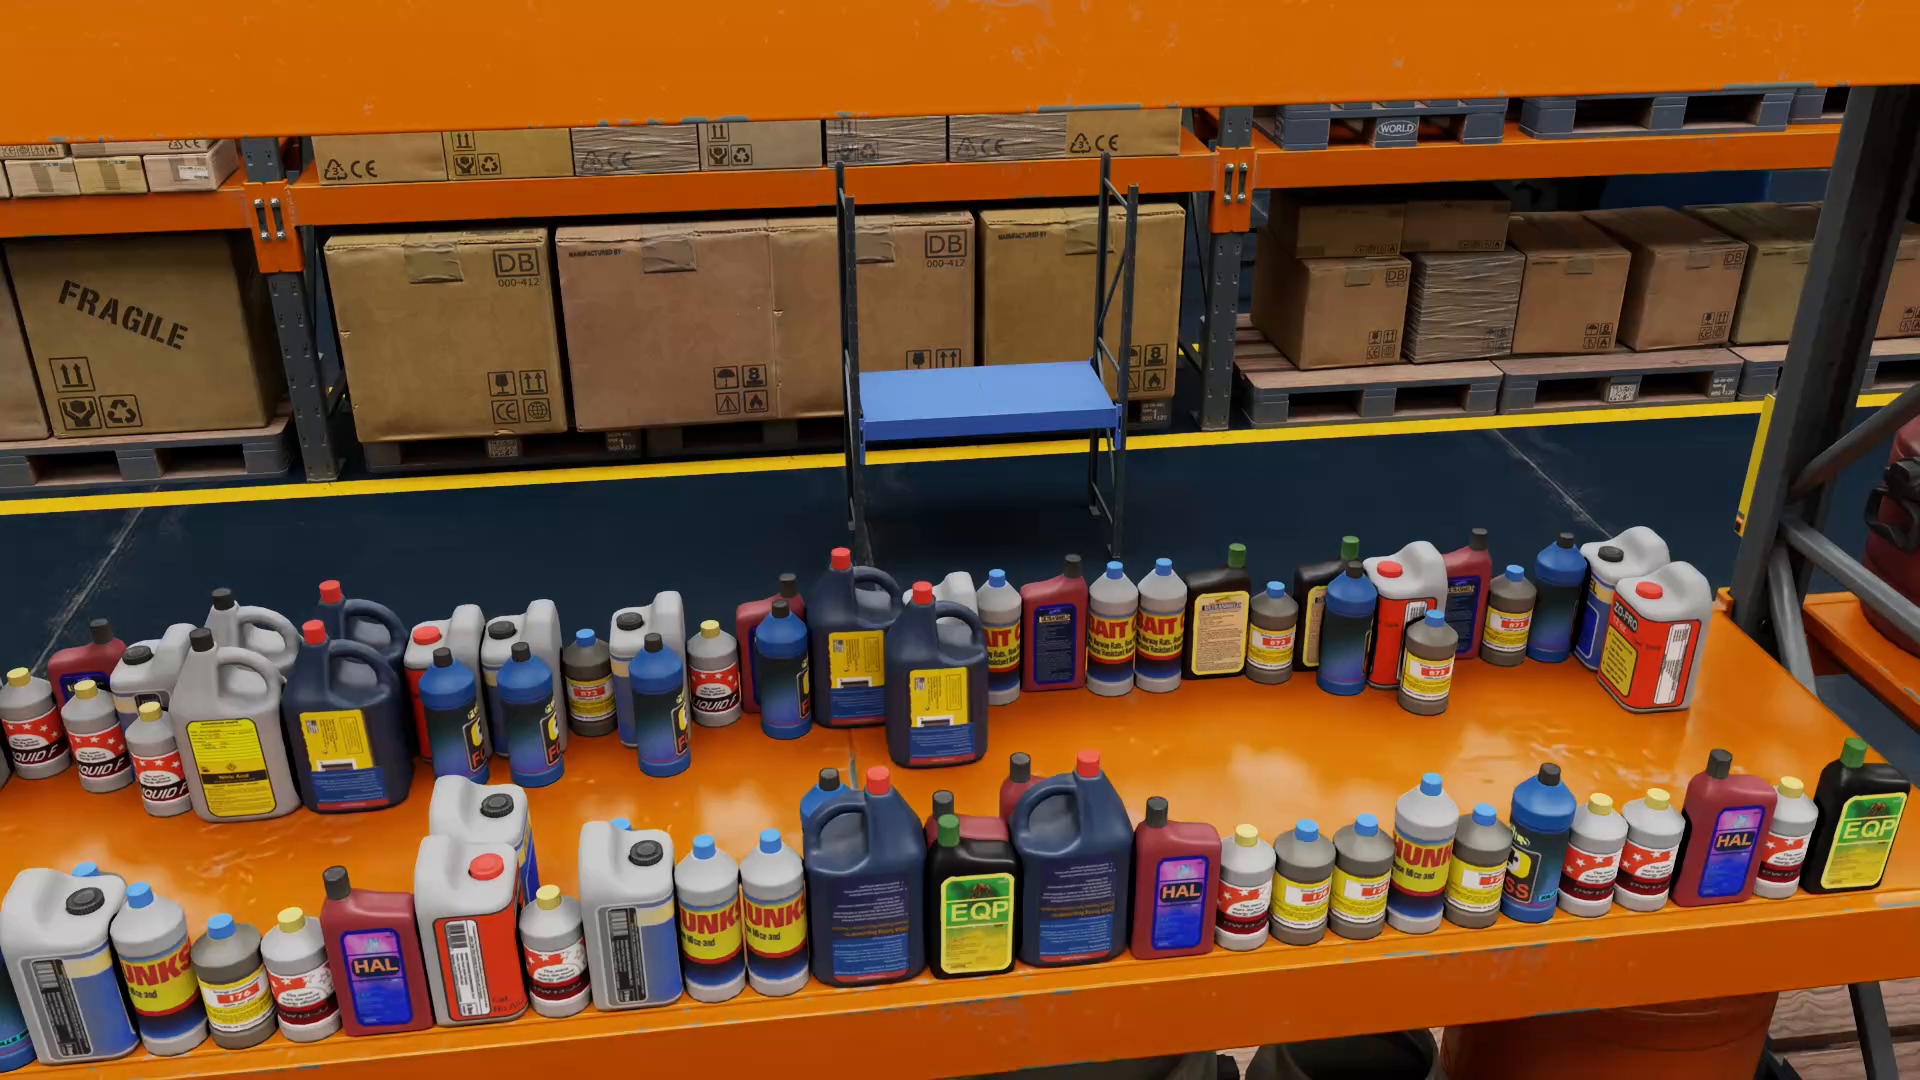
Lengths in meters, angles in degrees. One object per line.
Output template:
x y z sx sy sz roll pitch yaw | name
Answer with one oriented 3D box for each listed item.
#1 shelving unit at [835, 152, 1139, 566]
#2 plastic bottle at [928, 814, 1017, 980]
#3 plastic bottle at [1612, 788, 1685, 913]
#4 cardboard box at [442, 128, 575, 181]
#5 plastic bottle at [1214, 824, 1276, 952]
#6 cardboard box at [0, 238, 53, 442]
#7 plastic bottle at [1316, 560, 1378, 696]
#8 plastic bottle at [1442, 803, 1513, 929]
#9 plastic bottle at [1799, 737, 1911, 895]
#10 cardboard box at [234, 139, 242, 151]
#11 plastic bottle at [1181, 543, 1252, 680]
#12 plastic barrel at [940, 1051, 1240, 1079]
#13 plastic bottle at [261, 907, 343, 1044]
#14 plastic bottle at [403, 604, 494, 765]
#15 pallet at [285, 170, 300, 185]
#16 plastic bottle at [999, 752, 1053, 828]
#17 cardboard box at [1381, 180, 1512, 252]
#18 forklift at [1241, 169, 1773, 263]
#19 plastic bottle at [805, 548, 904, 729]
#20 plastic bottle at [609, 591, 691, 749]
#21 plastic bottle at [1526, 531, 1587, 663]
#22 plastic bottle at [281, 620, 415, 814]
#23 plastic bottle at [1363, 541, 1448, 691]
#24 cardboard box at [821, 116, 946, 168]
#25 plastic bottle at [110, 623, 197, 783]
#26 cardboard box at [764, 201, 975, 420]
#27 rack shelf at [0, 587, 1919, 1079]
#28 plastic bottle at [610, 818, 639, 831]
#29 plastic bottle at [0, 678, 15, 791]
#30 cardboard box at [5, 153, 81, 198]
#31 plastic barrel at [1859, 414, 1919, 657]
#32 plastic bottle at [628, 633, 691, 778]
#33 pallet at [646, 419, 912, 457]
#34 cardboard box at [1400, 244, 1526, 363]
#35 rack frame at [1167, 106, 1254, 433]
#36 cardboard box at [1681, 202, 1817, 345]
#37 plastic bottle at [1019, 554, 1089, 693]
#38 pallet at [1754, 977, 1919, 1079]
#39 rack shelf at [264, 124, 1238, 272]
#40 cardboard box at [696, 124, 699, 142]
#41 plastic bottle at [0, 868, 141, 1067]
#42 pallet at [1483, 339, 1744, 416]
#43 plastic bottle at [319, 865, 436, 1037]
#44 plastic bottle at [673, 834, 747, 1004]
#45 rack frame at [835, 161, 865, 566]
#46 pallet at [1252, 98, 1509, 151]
0.084 -0.673 6.418 1.048 1.500 0.538 -4 27 -7 | shelving unit
0.019 0.540 2.539 0.133 0.283 0.061 -4 27 -7 | plastic bottle
1.120 0.497 2.712 0.097 0.201 0.097 0 27 0 | plastic bottle
-1.856 -1.801 6.865 0.500 0.500 0.500 -4 27 -7 | cardboard box
0.446 0.541 2.628 0.097 0.201 0.097 0 27 0 | plastic bottle
-4.400 -0.986 7.254 0.875 0.875 0.875 -4 27 -7 | cardboard box
0.765 0.167 3.279 0.097 0.271 0.097 0 27 0 | plastic bottle
0.831 0.516 2.676 0.097 0.201 0.097 0 27 0 | plastic bottle
1.466 0.447 2.721 0.133 0.283 0.061 -4 27 -7 | plastic bottle
-3.183 -1.828 7.302 0.250 0.149 0.380 -4 27 -7 | cardboard box
0.508 0.142 3.315 0.133 0.283 0.061 -4 27 -7 | plastic bottle
0.206 1.173 3.359 0.708 0.588 0.600 -4 27 -7 | plastic barrel
-0.969 0.632 2.451 0.097 0.201 0.097 0 27 0 | plastic bottle
-0.948 0.260 3.094 0.135 0.276 0.152 -4 27 -7 | plastic bottle
-4.095 -2.757 11.893 1.213 0.211 1.003 -4 27 -7 | pallet
0.131 0.466 2.683 0.133 0.283 0.061 -4 27 -7 | plastic bottle
2.300 -1.574 7.967 0.500 0.250 0.500 -1 27 -1 | cardboard box
3.029 -2.909 9.209 3.031 2.935 1.130 -3 27 -7 | forklift
-0.199 0.177 3.174 0.185 0.351 0.144 -4 27 -7 | plastic bottle
-0.585 0.236 3.139 0.135 0.276 0.152 -4 27 -7 | plastic bottle
1.215 0.110 3.390 0.097 0.271 0.097 0 27 0 | plastic bottle
-1.086 0.300 2.934 0.185 0.351 0.144 -4 27 -7 | plastic bottle
0.875 0.143 3.322 0.135 0.276 0.152 -4 27 -7 | plastic bottle
-0.346 -1.900 7.058 0.500 0.500 0.500 -5 28 -9 | cardboard box
-1.447 0.292 3.031 0.135 0.276 0.152 -4 27 -7 | plastic bottle
-0.453 -1.216 7.702 0.875 0.875 1.225 -4 27 -7 | cardboard box
-0.174 0.624 3.036 4.000 0.370 1.077 -4 27 -7 | rack shelf
-0.532 0.533 2.642 0.097 0.201 0.097 0 27 0 | plastic bottle
-1.809 0.315 2.986 0.135 0.276 0.152 -4 27 -7 | plastic bottle
-3.610 -1.496 6.655 0.250 0.149 0.380 -4 27 -8 | cardboard box
2.224 -0.050 3.413 0.708 0.536 0.600 -4 27 -7 | plastic barrel
-0.549 0.294 3.033 0.097 0.271 0.097 0 27 0 | plastic bottle
-0.880 -0.730 7.941 1.213 0.211 1.003 -4 27 -7 | pallet
2.325 -1.239 8.135 0.500 0.500 0.700 -6 28 -11 | cardboard box
1.117 -2.062 7.484 0.127 3.000 1.000 -4 27 -7 | rack frame
3.992 -1.349 8.350 0.500 0.500 0.700 -4 27 -7 | cardboard box
0.183 0.163 3.275 0.133 0.283 0.061 -4 27 -7 | plastic bottle
2.579 1.386 3.818 1.213 0.211 1.003 -4 27 -7 | pallet
-0.864 -1.615 7.400 4.000 0.370 1.077 -4 27 -7 | rack shelf
-1.412 -2.070 7.390 0.500 0.500 0.500 -4 27 -8 | cardboard box
-1.280 0.606 2.420 0.135 0.276 0.152 -4 27 -7 | plastic bottle
3.096 -0.947 8.364 1.213 0.211 1.003 -4 27 -7 | pallet
-0.852 0.596 2.430 0.133 0.283 0.061 -4 27 -7 | plastic bottle
-0.378 0.562 2.509 0.097 0.271 0.097 0 27 0 | plastic bottle
-0.419 -0.640 6.355 0.032 1.500 0.500 -4 27 -7 | rack frame
1.808 -2.071 7.710 1.003 0.211 1.213 -4 27 -7 | pallet
